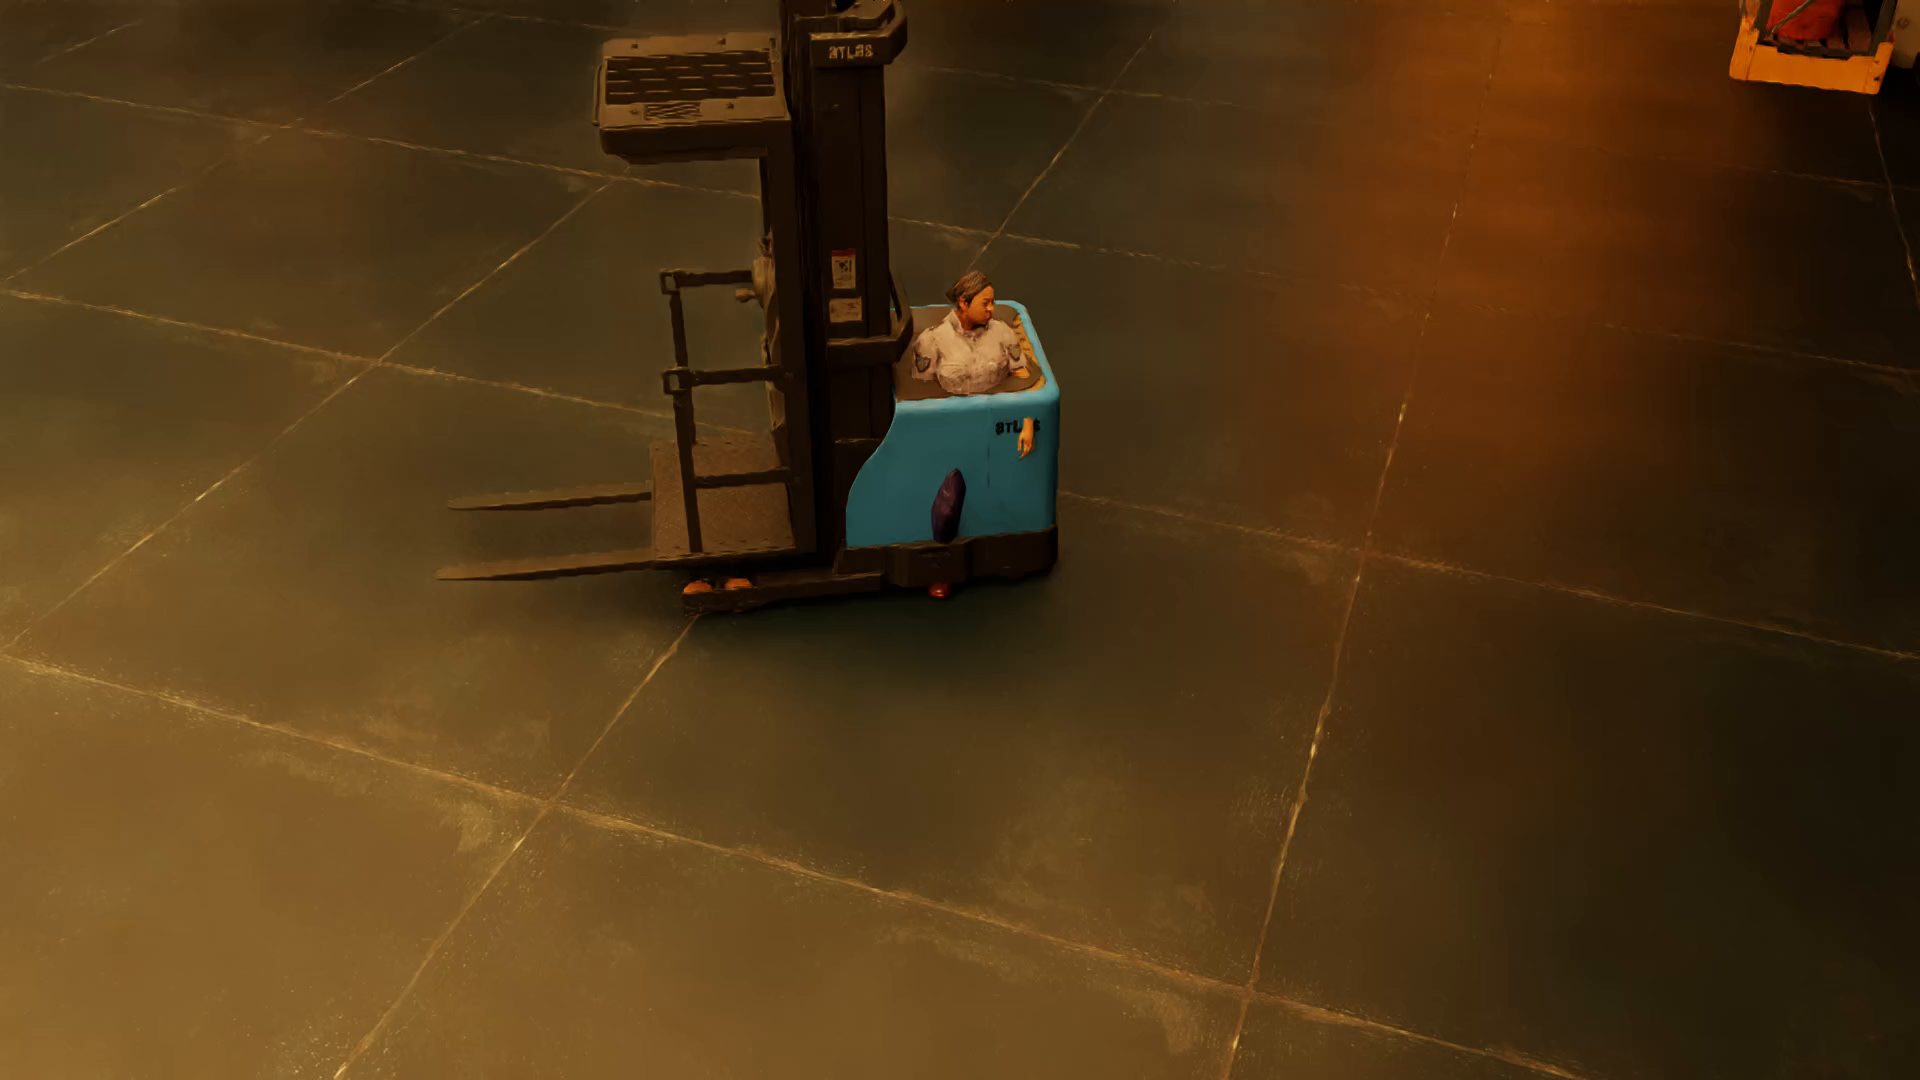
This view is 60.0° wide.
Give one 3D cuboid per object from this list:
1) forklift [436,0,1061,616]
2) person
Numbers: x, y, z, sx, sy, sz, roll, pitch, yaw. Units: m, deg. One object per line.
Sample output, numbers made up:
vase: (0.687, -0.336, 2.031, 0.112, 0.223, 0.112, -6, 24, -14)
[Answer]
forklift: (-1.075, -1.156, 7.741, 3.031, 2.935, 1.130, -5, 36, -7)
person: (0.033, -0.521, 8.001, 0.623, 1.573, 0.698, -16, 38, -21)
